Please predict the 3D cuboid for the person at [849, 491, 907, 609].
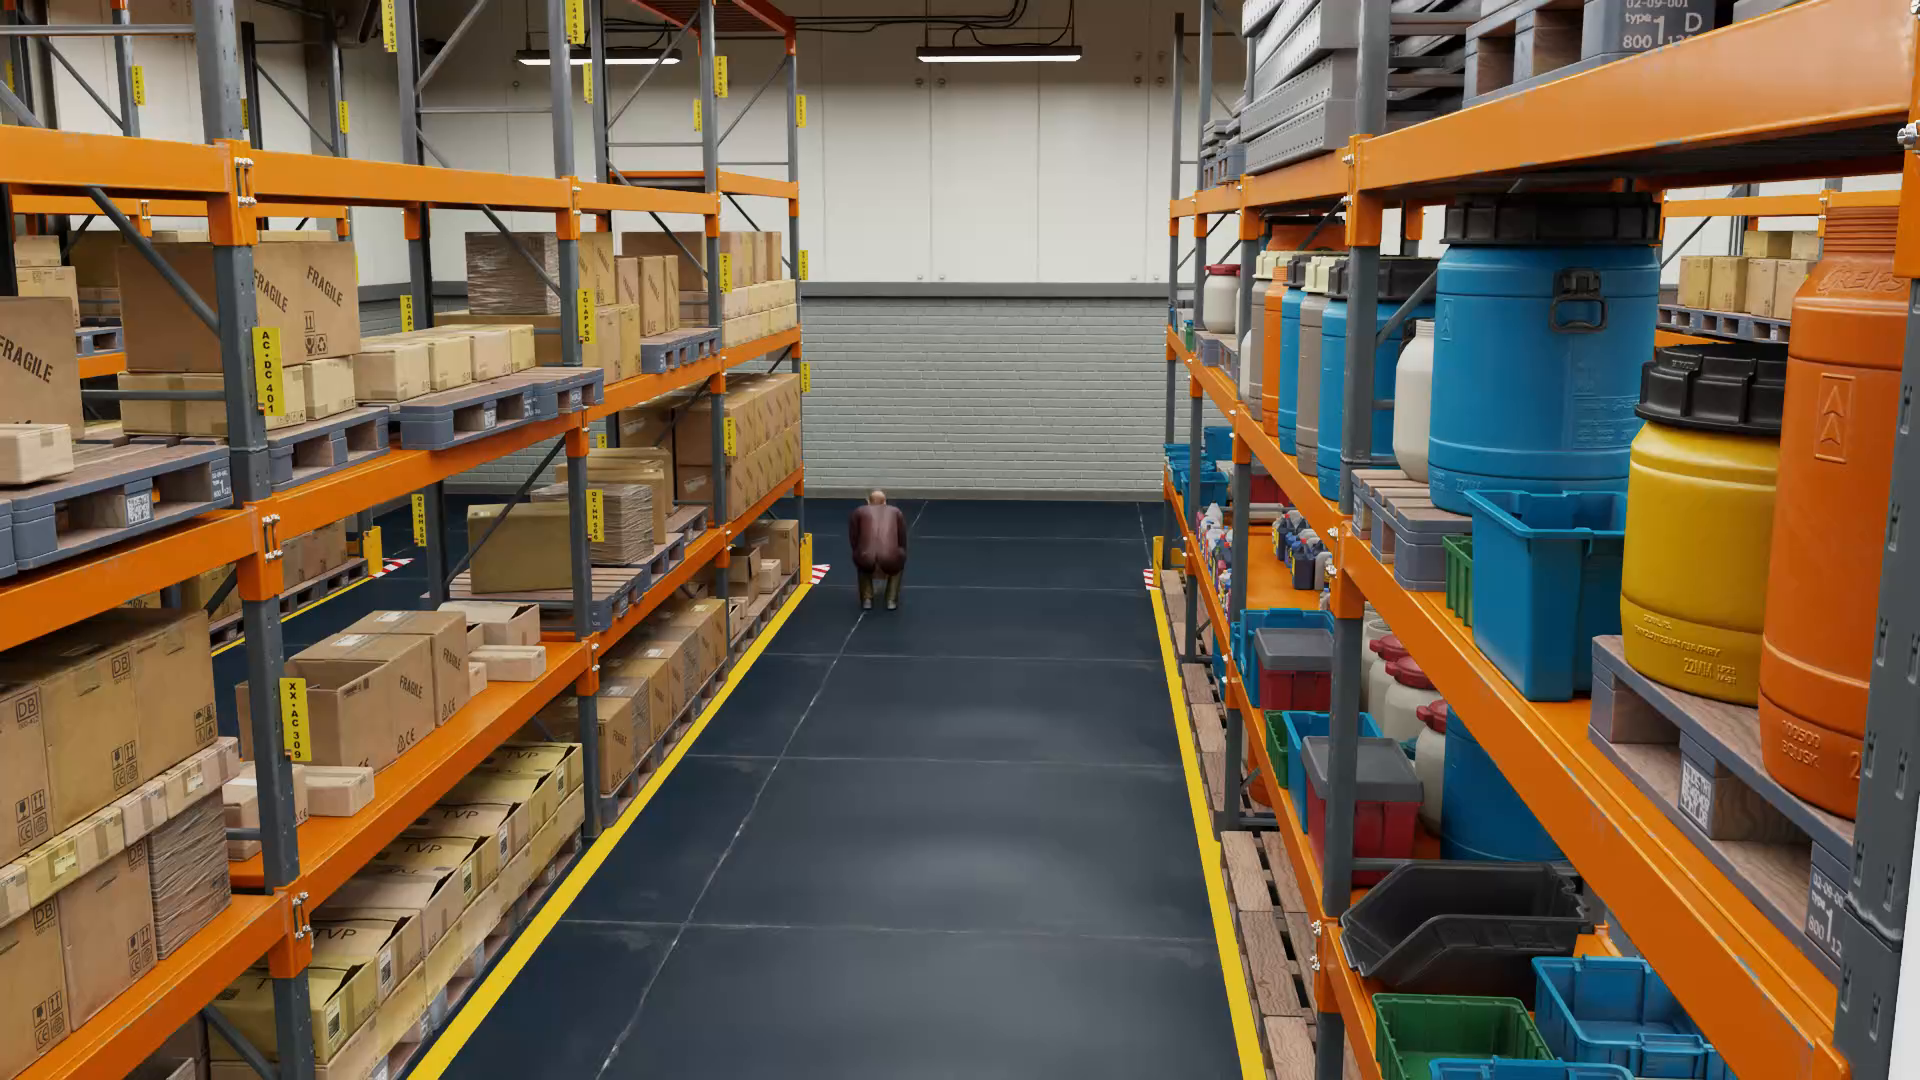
[{"bbox_3d":[-0.848,0.105,17.133,0.620,1.144,0.852,1,11,4],"label":"person"}]
